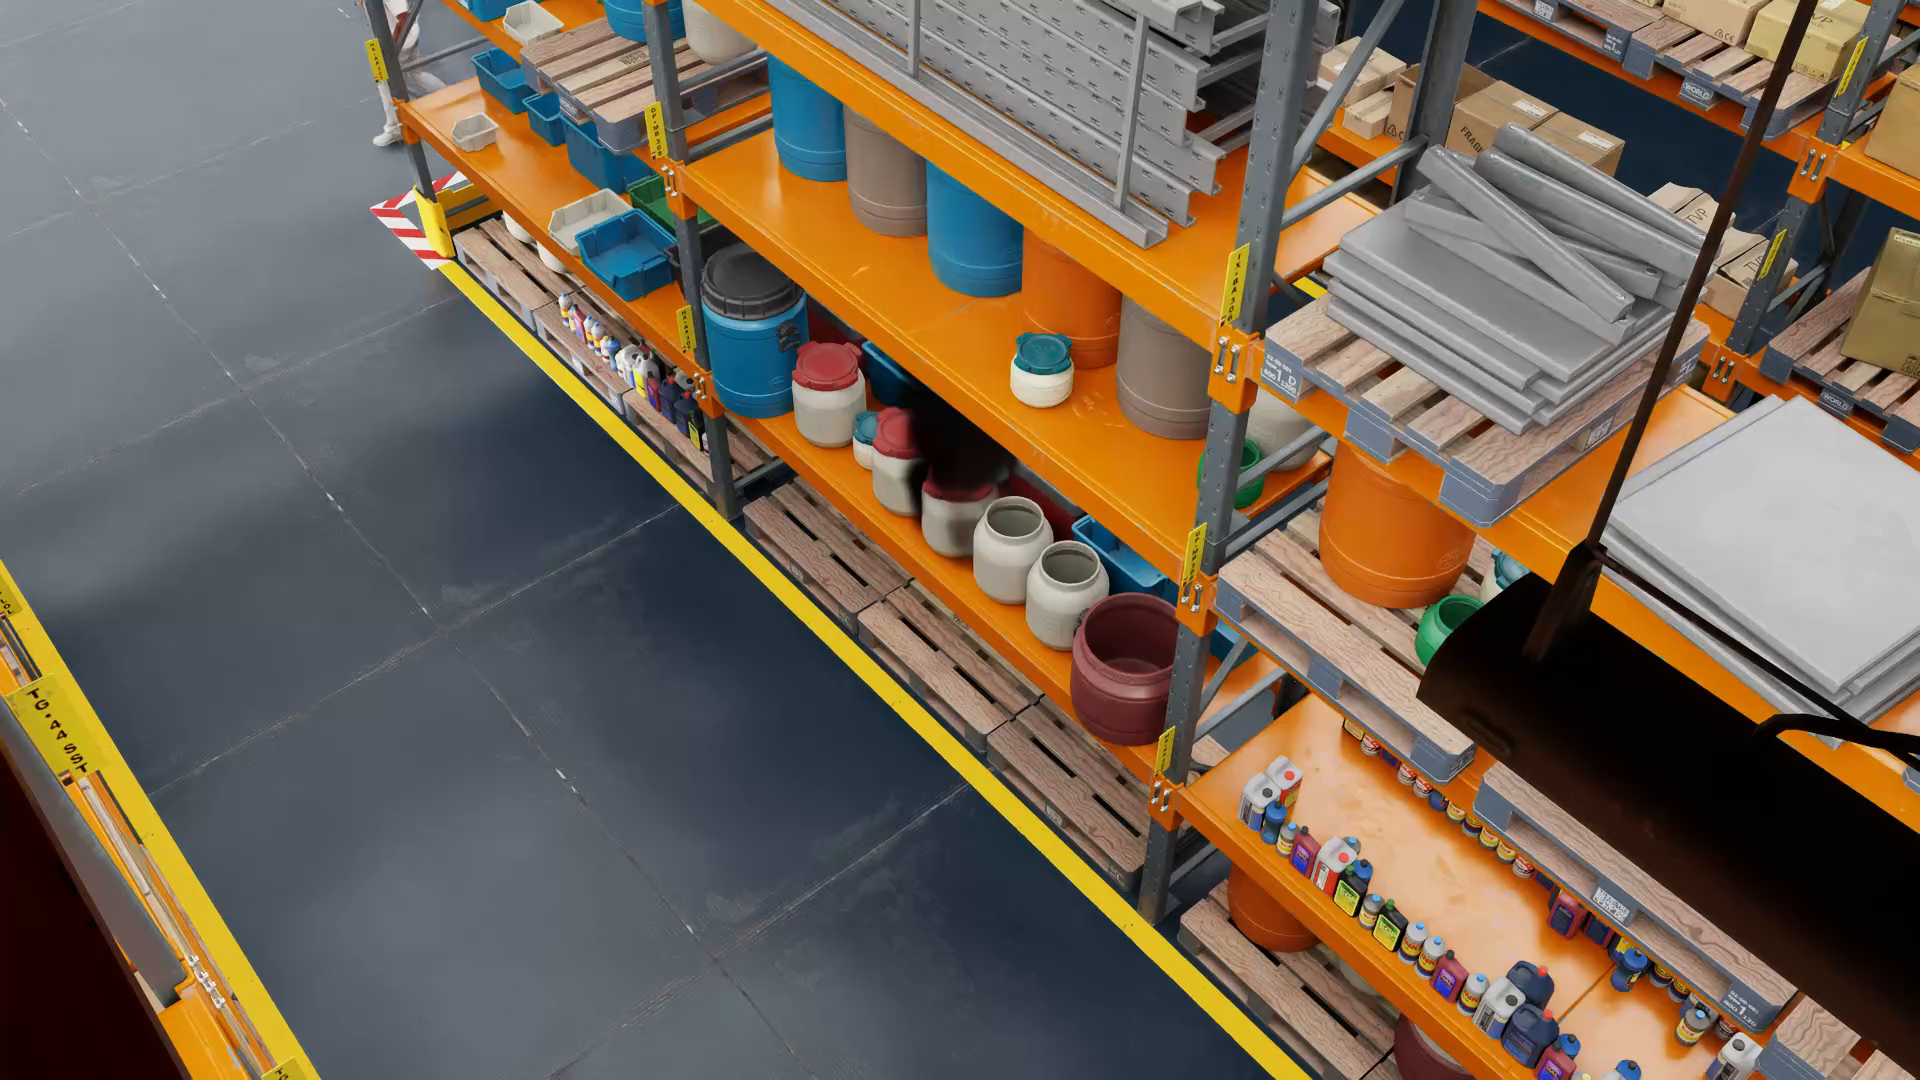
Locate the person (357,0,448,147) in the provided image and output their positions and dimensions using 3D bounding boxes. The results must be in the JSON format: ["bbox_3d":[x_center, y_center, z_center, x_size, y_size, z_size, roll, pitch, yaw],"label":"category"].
[{"bbox_3d":[-4.590,-4.097,13.644,0.857,1.797,0.715,-2,47,-2],"label":"person"}]

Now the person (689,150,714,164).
[{"bbox_3d":[-2.054,-3.363,12.967,0.904,1.813,0.701,35,56,29],"label":"person"}]
